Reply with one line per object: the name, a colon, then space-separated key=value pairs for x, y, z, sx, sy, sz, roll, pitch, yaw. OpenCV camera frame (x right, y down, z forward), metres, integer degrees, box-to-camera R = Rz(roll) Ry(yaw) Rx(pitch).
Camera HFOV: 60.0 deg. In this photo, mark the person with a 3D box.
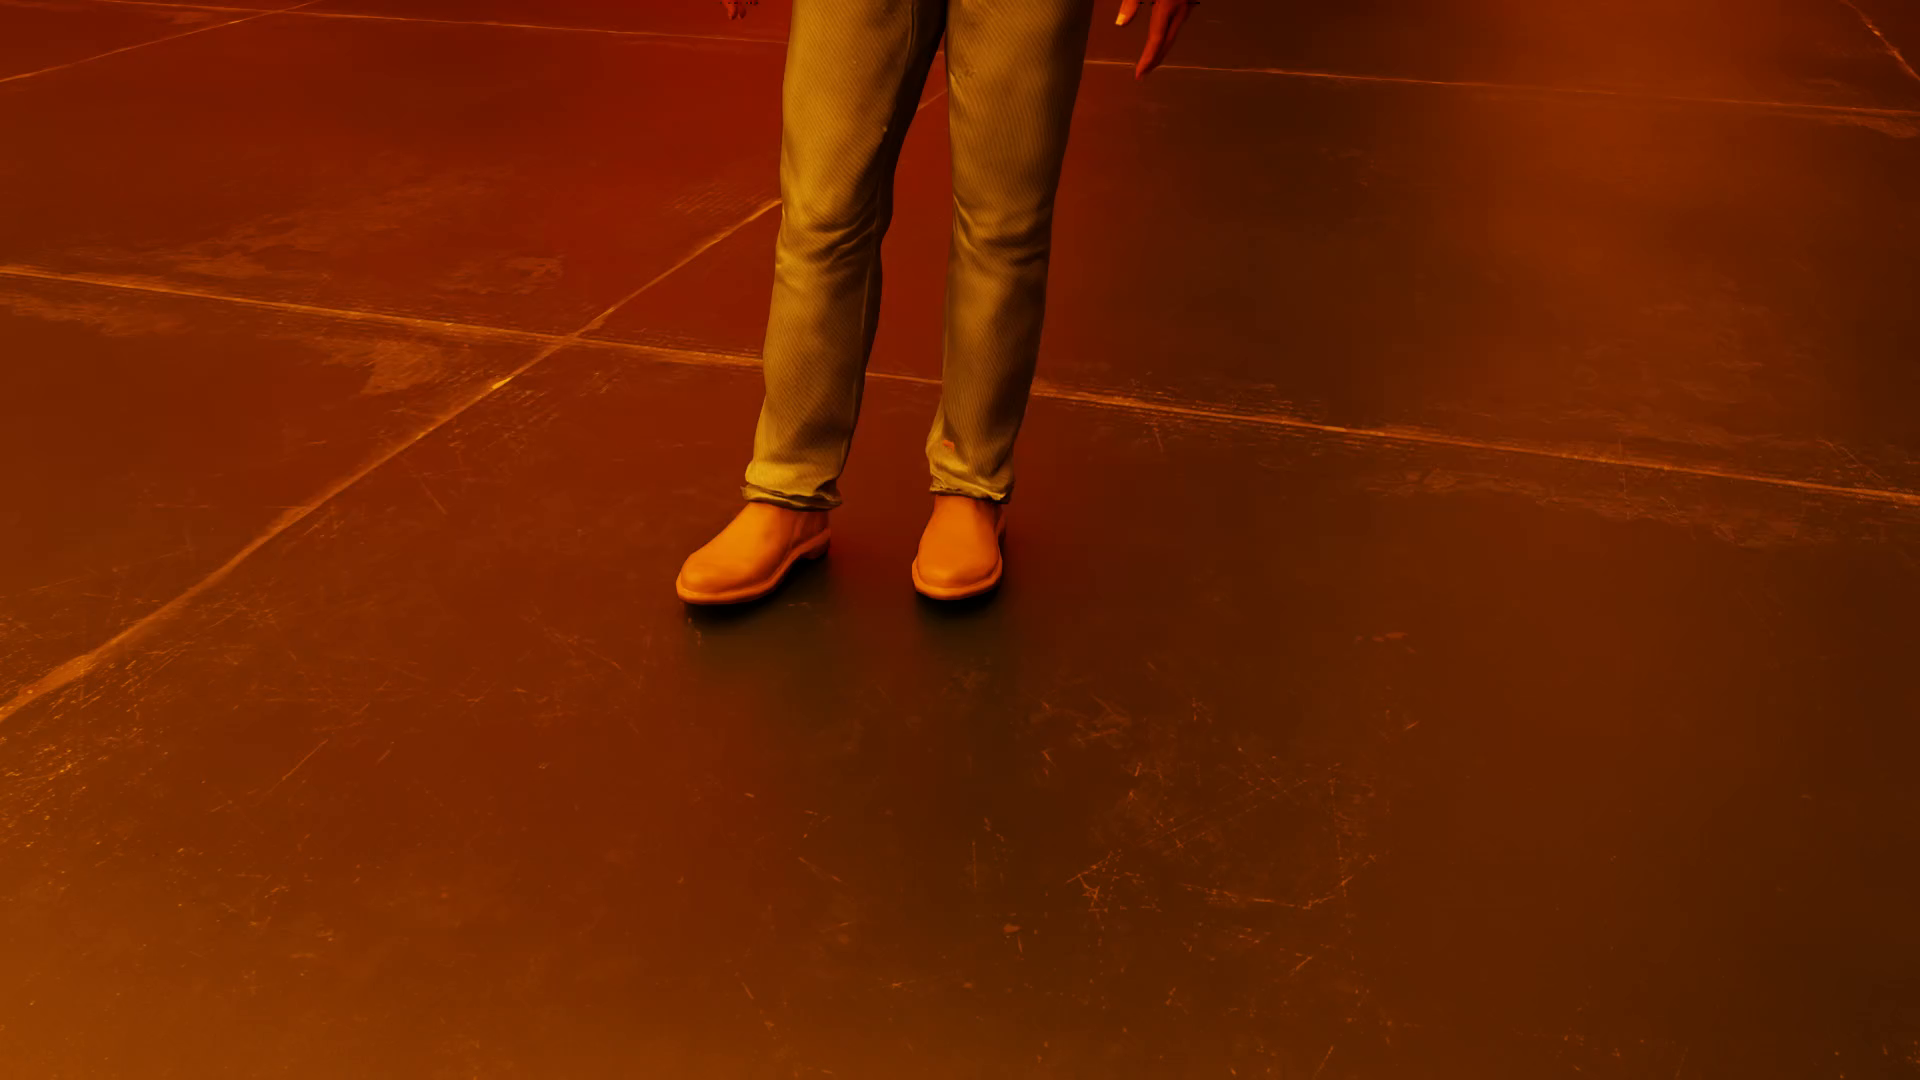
person: x=-0.026 y=-0.763 z=2.037 sx=0.666 sy=1.768 sz=0.575 roll=8 pitch=28 yaw=16
